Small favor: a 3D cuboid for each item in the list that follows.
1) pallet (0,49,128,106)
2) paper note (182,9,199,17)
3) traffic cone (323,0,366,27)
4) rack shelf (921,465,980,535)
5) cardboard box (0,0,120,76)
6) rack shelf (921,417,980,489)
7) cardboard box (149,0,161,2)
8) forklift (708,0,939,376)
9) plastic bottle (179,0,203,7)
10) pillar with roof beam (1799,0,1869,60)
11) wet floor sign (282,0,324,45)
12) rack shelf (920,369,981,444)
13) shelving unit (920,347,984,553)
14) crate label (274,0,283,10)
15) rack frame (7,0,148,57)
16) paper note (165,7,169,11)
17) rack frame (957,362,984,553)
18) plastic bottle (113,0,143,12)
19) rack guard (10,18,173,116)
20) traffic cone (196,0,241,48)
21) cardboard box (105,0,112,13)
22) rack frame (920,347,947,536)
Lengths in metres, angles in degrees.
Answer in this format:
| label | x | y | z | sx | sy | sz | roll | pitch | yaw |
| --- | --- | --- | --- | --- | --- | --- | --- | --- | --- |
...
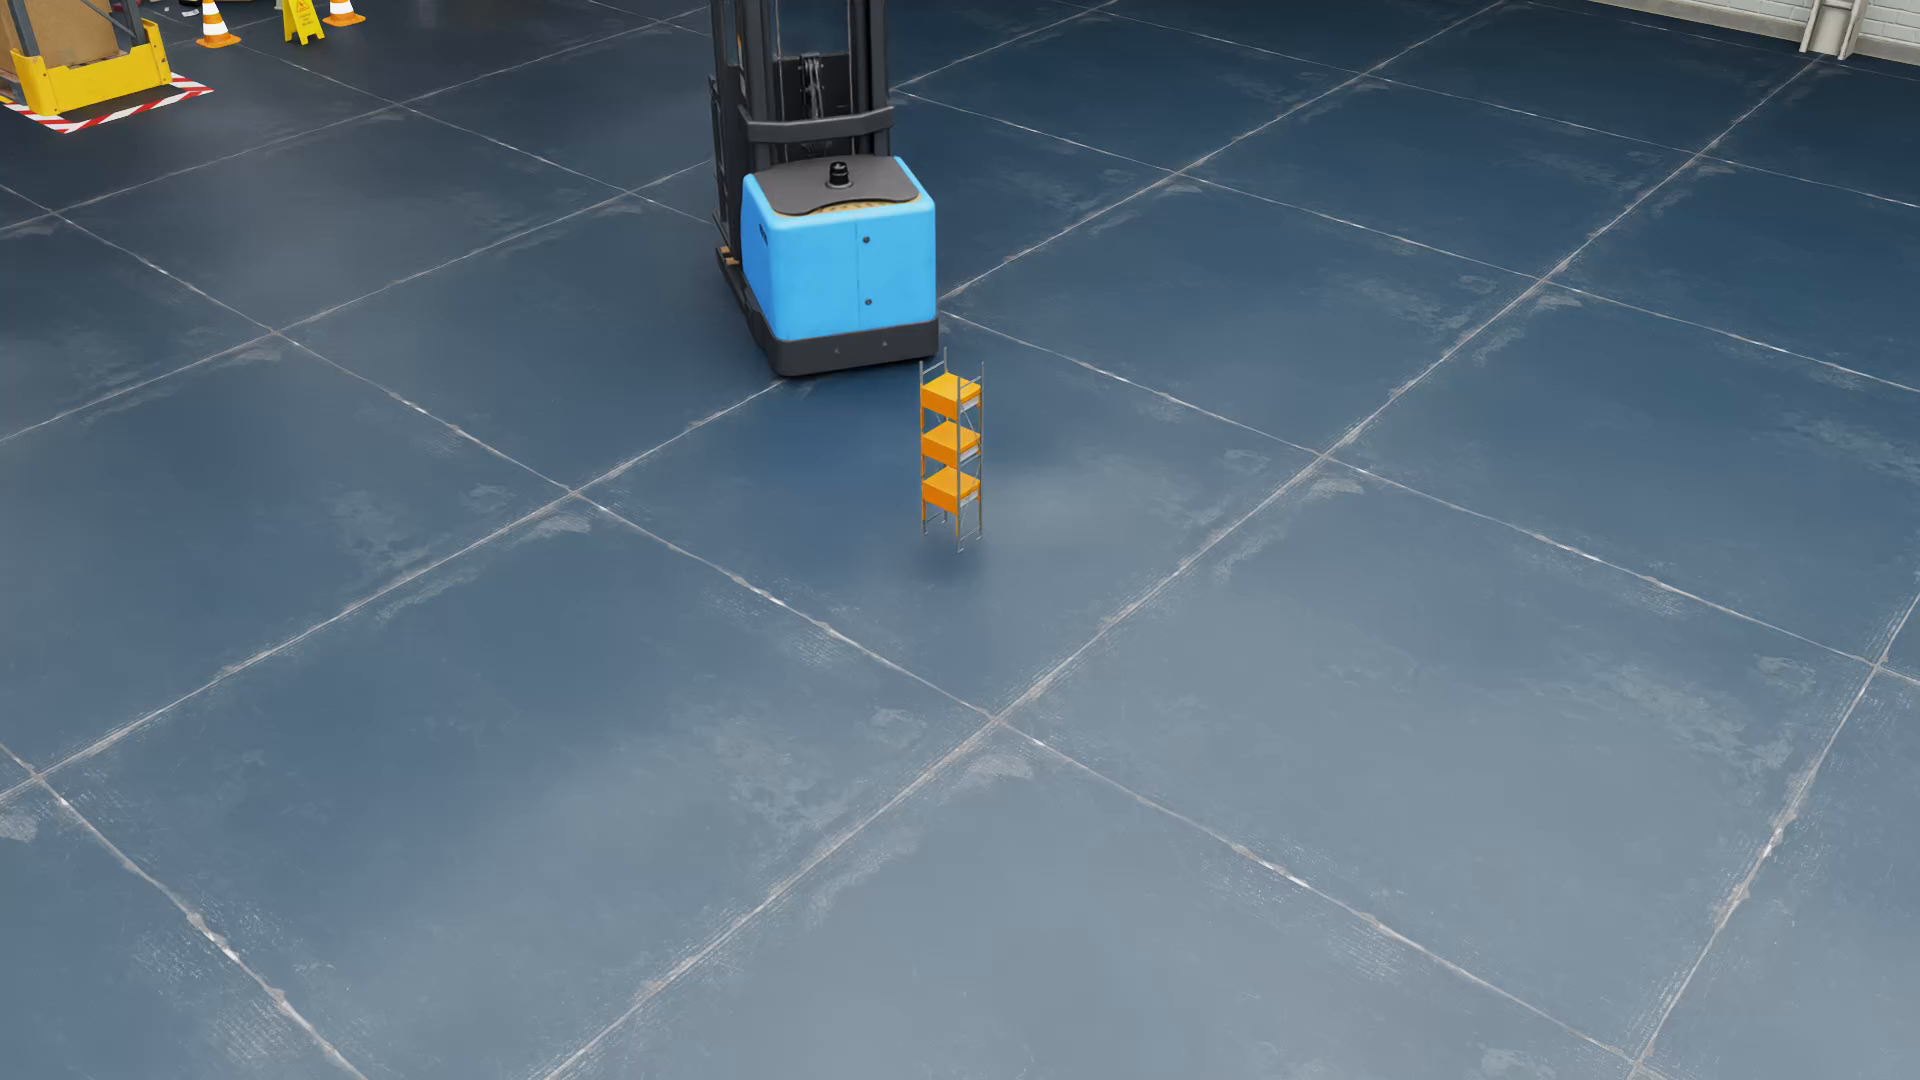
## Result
| label | x | y | z | sx | sy | sz | roll | pitch | yaw |
| --- | --- | --- | --- | --- | --- | --- | --- | --- | --- |
| pallet | -8.150 | -4.229 | 14.804 | 1.213 | 0.211 | 1.003 | 25 | 42 | 32 |
| paper note | -7.573 | -5.190 | 16.364 | 0.144 | 0.017 | 0.142 | -18 | 38 | -25 |
| traffic cone | -6.001 | -5.256 | 16.077 | 0.334 | 0.463 | 0.336 | 25 | 42 | 32 |
| rack shelf | -0.041 | -0.214 | 8.727 | 0.240 | 0.259 | 0.215 | 25 | 42 | 32 |
| cardboard box | -8.049 | -4.637 | 14.441 | 0.875 | 0.875 | 0.875 | 26 | 42 | 32 |
| rack shelf | -0.041 | -0.443 | 8.569 | 0.240 | 0.259 | 0.215 | 25 | 42 | 32 |
| cardboard box | -8.061 | -5.624 | 16.786 | 0.396 | 0.266 | 0.258 | -26 | 42 | -32 |
| forklift | -1.062 | -3.040 | 10.670 | 1.130 | 2.935 | 3.031 | -10 | 36 | -14 |
| plastic bottle | -7.704 | -5.386 | 16.621 | 0.283 | 0.061 | 0.133 | 12 | 36 | 16 |
| pillar with roof beam | 5.286 | -6.372 | 10.162 | 0.400 | 9.000 | 9.100 | 25 | 42 | 32 |
| wet floor sign | -6.197 | -5.004 | 15.548 | 0.232 | 0.644 | 0.267 | 18 | 38 | 24 |
| rack shelf | -0.041 | -0.677 | 8.409 | 0.240 | 0.259 | 0.215 | 25 | 42 | 32 |
| shelving unit | -0.041 | -0.452 | 8.563 | 0.252 | 1.050 | 0.215 | 25 | 42 | 32 |
| crate label | -6.645 | -5.380 | 16.545 | 0.298 | 0.136 | 0.250 | 6 | 35 | 8 |
| rack frame | -7.486 | -5.123 | 13.643 | 0.127 | 3.000 | 1.000 | 25 | 42 | 32 |
| paper note | -7.864 | -5.262 | 16.486 | 0.032 | 0.001 | 0.123 | -12 | 36 | -17 |
| rack frame | 0.053 | -0.408 | 8.499 | 0.008 | 1.050 | 0.200 | 25 | 42 | 32 |
| plastic bottle | -8.266 | -5.328 | 16.536 | 0.133 | 0.061 | 0.283 | 12 | 36 | 16 |
| rack guard | -7.467 | -4.084 | 14.337 | 0.348 | 0.500 | 1.175 | 25 | 42 | 32 |
| traffic cone | -6.985 | -4.888 | 15.540 | 0.334 | 0.463 | 0.336 | 25 | 42 | 32 |
| cardboard box | -8.710 | -5.427 | 16.291 | 0.500 | 0.500 | 0.500 | -26 | 42 | -32 |
| rack frame | -0.135 | -0.496 | 8.628 | 0.008 | 1.050 | 0.200 | 25 | 42 | 32 |
